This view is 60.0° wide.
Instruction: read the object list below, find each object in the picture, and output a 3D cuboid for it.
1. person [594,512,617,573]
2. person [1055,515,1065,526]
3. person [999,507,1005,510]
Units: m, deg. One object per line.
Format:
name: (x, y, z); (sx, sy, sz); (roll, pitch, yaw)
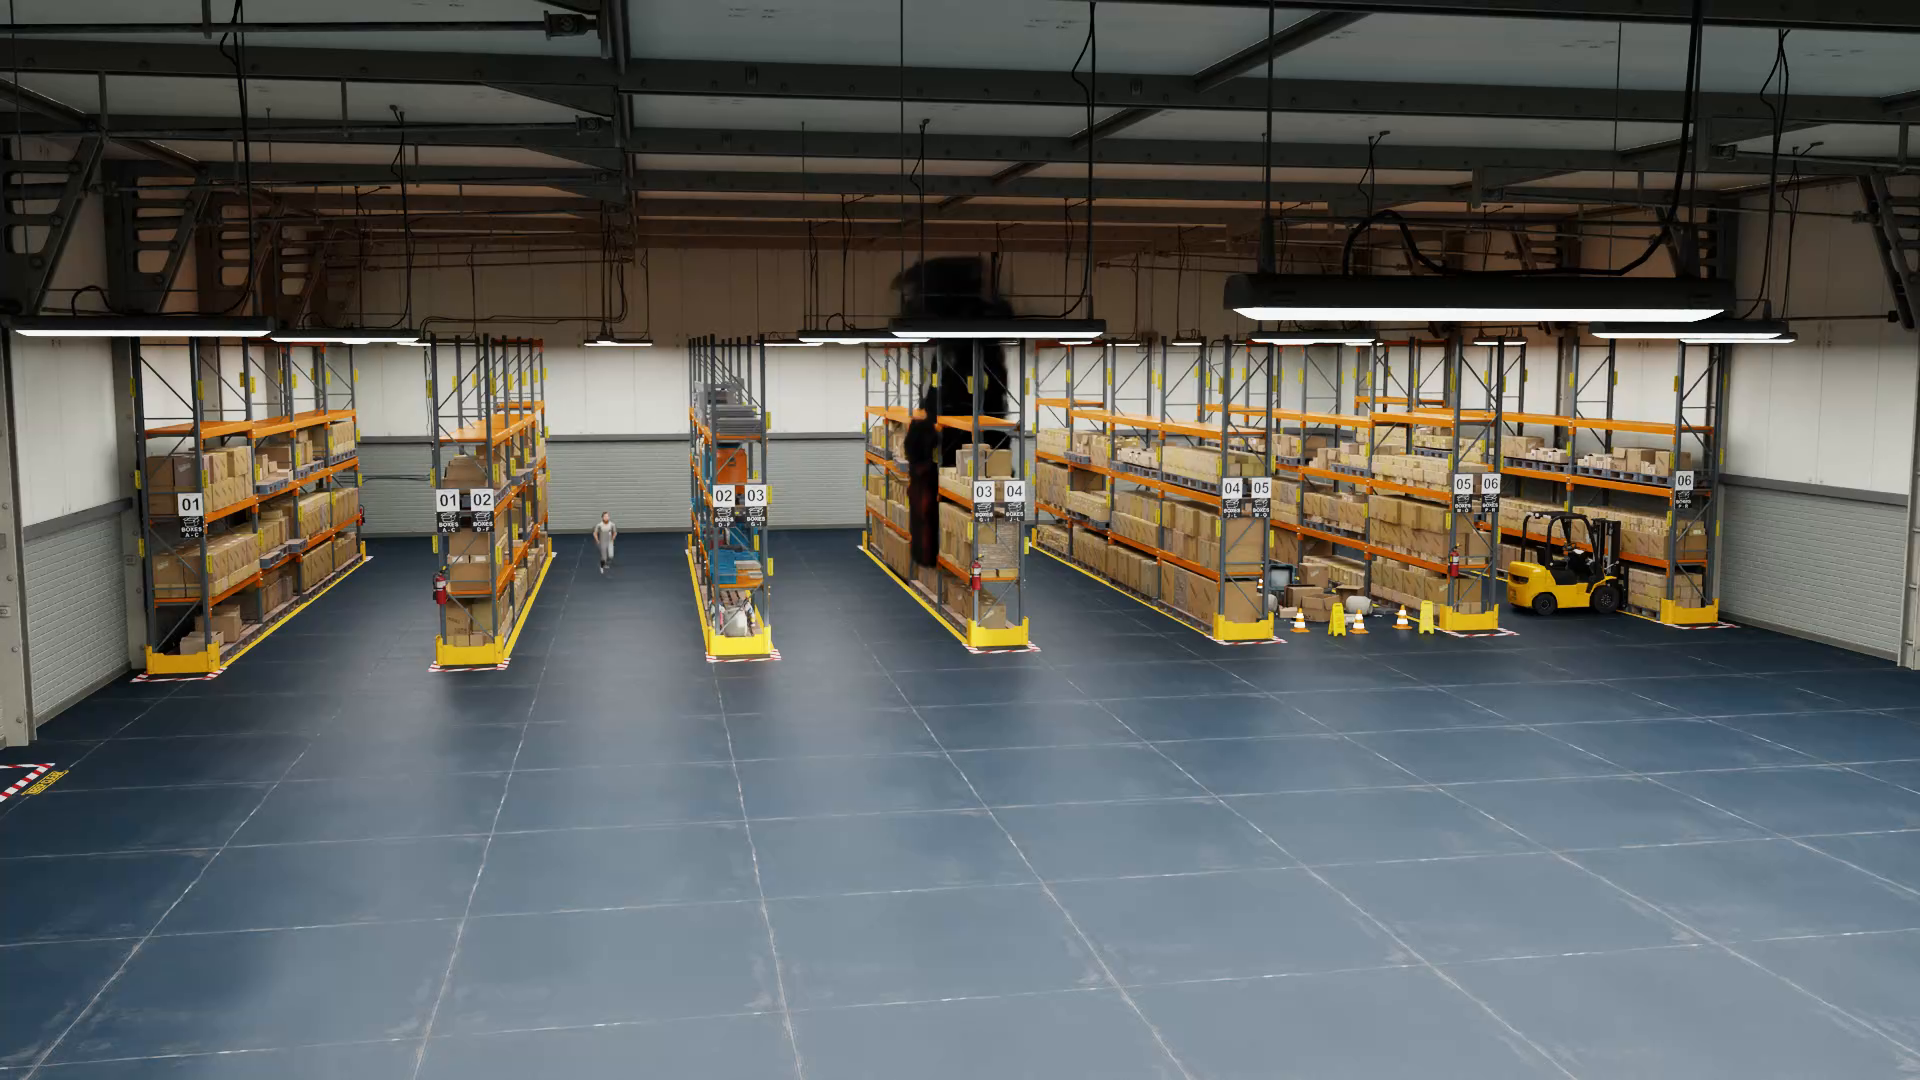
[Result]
person: (-8.800, 0.076, 41.361); (0.568, 1.550, 0.643); (-3, 7, -22)
person: (3.082, -0.799, 49.779); (0.669, 1.655, 0.705); (3, 7, 23)
person: (1.212, -0.485, 47.137); (0.594, 1.659, 0.628); (-1, 7, -12)
